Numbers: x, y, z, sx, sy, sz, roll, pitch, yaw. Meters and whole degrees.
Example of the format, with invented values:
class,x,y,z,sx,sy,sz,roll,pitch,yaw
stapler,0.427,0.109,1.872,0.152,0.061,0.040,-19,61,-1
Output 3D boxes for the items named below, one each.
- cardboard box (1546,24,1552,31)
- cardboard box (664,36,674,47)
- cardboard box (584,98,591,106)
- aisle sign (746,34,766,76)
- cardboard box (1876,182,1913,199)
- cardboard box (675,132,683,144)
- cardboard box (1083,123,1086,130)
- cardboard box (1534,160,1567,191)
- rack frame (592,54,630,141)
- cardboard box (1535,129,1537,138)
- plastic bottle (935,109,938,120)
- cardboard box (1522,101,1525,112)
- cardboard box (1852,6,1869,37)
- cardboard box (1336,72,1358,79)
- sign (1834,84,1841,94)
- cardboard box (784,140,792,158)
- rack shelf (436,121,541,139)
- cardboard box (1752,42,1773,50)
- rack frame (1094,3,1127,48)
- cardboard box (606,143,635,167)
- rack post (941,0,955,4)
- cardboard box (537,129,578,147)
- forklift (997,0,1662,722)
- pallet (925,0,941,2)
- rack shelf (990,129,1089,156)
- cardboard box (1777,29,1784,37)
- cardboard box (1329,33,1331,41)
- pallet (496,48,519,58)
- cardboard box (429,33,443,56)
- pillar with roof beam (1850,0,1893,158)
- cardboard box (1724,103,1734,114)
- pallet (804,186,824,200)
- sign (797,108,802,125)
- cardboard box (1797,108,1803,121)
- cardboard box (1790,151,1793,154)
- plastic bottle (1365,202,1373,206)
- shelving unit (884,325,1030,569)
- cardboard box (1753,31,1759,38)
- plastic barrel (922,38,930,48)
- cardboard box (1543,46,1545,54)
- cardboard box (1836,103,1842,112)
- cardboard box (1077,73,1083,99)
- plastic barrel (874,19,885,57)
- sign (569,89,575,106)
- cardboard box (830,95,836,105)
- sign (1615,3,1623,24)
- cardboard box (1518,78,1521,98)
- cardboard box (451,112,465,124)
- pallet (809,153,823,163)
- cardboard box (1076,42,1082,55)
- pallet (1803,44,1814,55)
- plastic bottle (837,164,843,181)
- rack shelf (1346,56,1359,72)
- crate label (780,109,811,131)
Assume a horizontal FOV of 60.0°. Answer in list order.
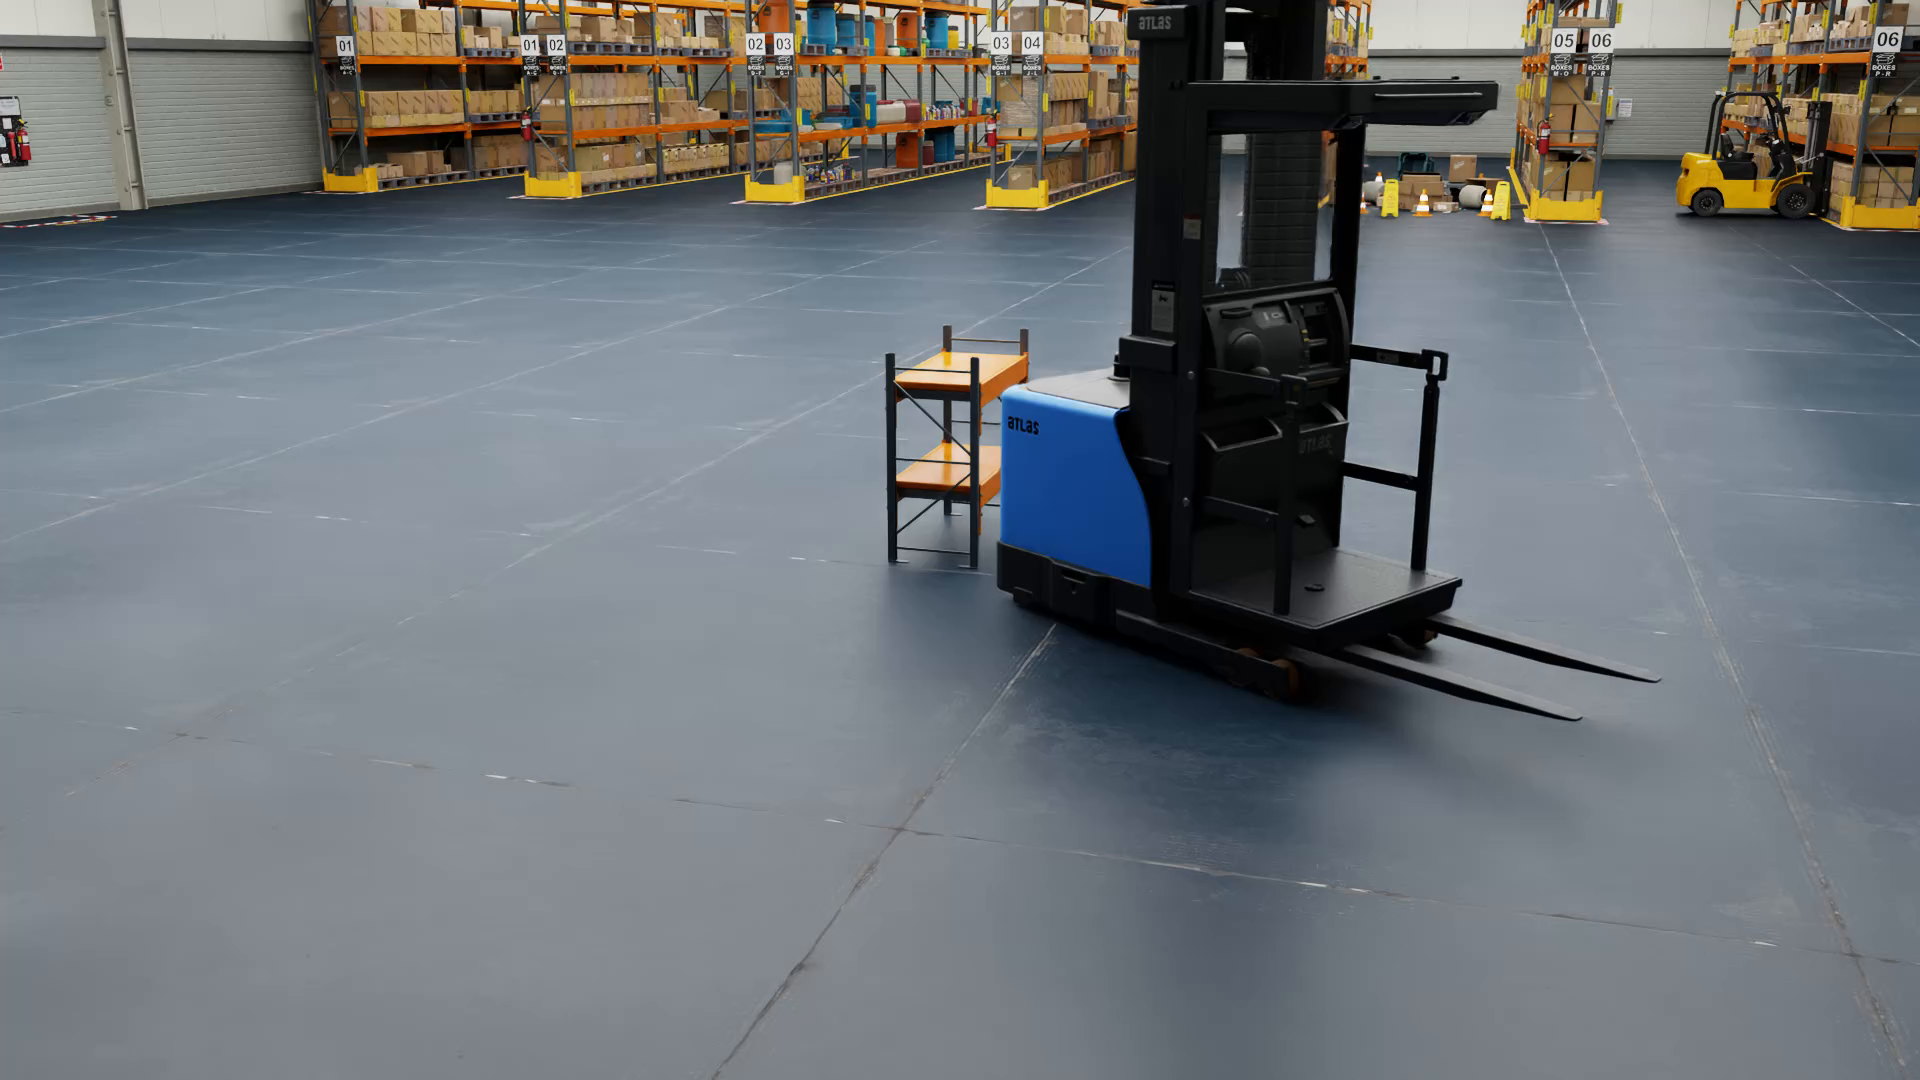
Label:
class,x,y,z,sx,sy,sz,roll,pitch,yaw
cardboard box,10.793,-9.270,30.018,0.380,0.149,0.250,5,17,17
cardboard box,-6.947,-11.511,38.423,0.500,0.250,0.500,3,16,10
cardboard box,-7.959,-9.168,34.782,0.380,0.149,0.250,5,16,16
aisle sign,-3.979,-9.457,32.409,0.394,0.787,0.004,5,16,16
cardboard box,15.670,-5.892,27.959,0.500,0.250,0.500,5,17,17
cardboard box,-8.728,-11.965,49.827,0.700,0.500,0.500,5,16,16
cardboard box,2.433,-8.664,34.840,0.380,0.149,0.250,5,16,16
cardboard box,10.554,-6.519,29.711,0.500,0.500,0.500,5,17,16
rack frame,-9.762,-12.110,46.526,1.000,3.000,0.127,5,16,16
cardboard box,10.944,-7.583,31.029,0.380,0.149,0.250,5,17,16
plastic bottle,-0.595,-10.626,41.508,0.061,0.283,0.133,5,16,16
cardboard box,13.592,-10.264,39.378,0.500,0.250,0.500,4,16,14
cardboard box,15.616,-8.802,28.230,0.700,0.500,0.500,5,17,16
cardboard box,9.574,-11.318,41.173,0.500,0.500,0.500,5,17,17
sign,18.143,-9.273,34.404,0.100,0.325,0.005,5,16,16
cardboard box,-4.877,-10.584,44.923,0.500,0.500,0.500,5,16,16
rack shelf,-11.467,-10.194,41.090,1.077,0.370,4.000,5,16,16
cardboard box,18.644,-11.465,38.485,0.500,0.250,0.500,5,16,16
rack frame,3.349,-12.797,37.955,1.000,3.000,0.127,5,16,16
cardboard box,-7.499,-8.474,36.604,0.500,0.500,0.500,5,16,16
rack post,-0.716,-13.448,41.166,0.937,0.300,0.954,7,17,22
cardboard box,-10.564,-10.413,43.715,0.750,0.750,0.750,4,16,15
forklift,1.532,-0.898,7.124,1.130,2.935,3.031,-13,21,-39
pallet,-1.165,-13.084,40.047,1.213,0.211,1.003,5,16,16
rack shelf,1.644,-7.995,33.338,1.077,0.370,4.000,5,16,16
cardboard box,17.724,-10.850,35.589,0.380,0.149,0.250,4,16,15
cardboard box,6.998,-9.772,32.295,0.380,0.149,0.250,5,17,17
pallet,-11.466,-11.794,40.261,1.213,0.211,1.003,5,16,16
cardboard box,-12.098,-11.235,37.725,0.500,0.500,0.500,3,16,11
pillar with roof beam,13.976,-11.567,33.620,9.100,9.000,0.400,5,16,16
cardboard box,19.497,-10.825,41.725,0.500,0.250,0.500,5,17,16
pallet,-3.461,-7.096,33.960,1.003,0.211,1.213,5,16,16
sign,-3.147,-8.291,32.557,0.100,0.325,0.005,5,16,16
cardboard box,16.658,-8.297,32.443,0.500,0.250,0.500,5,17,17
cardboard box,17.508,-8.219,35.431,0.380,0.149,0.250,4,16,13
plastic bottle,7.792,-6.458,31.986,0.283,0.061,0.133,-1,16,-3
shelving unit,0.002,-0.543,9.182,0.538,1.125,1.048,5,16,16
cardboard box,18.242,-11.476,37.758,0.380,0.149,0.250,5,17,17
plastic barrel,-0.878,-12.125,40.597,0.294,0.245,0.294,0,16,0
cardboard box,10.939,-9.025,30.614,0.380,0.149,0.250,4,16,15
cardboard box,15.672,-7.606,29.276,0.380,0.149,0.250,4,16,15
cardboard box,2.207,-9.267,33.942,0.500,0.500,0.500,5,16,16
plastic barrel,-2.027,-11.575,38.359,0.600,0.830,0.708,5,16,16
sign,-7.891,-8.997,33.821,0.100,0.325,0.005,5,16,16
cardboard box,-3.885,-12.547,47.884,0.500,0.500,0.500,5,17,16
sign,11.097,-8.871,28.009,0.100,0.325,0.005,5,16,16
cardboard box,14.714,-11.661,42.929,0.500,0.500,0.500,4,16,15
cardboard box,-11.879,-9.807,38.645,0.500,0.250,0.500,5,16,16
pallet,-4.470,-10.885,47.318,1.003,0.211,1.213,5,16,16
cardboard box,2.174,-9.960,33.725,0.500,0.250,0.500,5,17,17
pallet,17.188,-9.633,32.645,1.003,0.211,1.213,5,17,18
plastic bottle,-2.590,-7.860,35.592,0.144,0.351,0.185,5,16,16
rack shelf,8.644,-11.120,38.858,1.077,0.370,4.000,5,16,16
crate label,-3.410,-8.721,34.516,0.502,0.435,0.616,5,16,16
